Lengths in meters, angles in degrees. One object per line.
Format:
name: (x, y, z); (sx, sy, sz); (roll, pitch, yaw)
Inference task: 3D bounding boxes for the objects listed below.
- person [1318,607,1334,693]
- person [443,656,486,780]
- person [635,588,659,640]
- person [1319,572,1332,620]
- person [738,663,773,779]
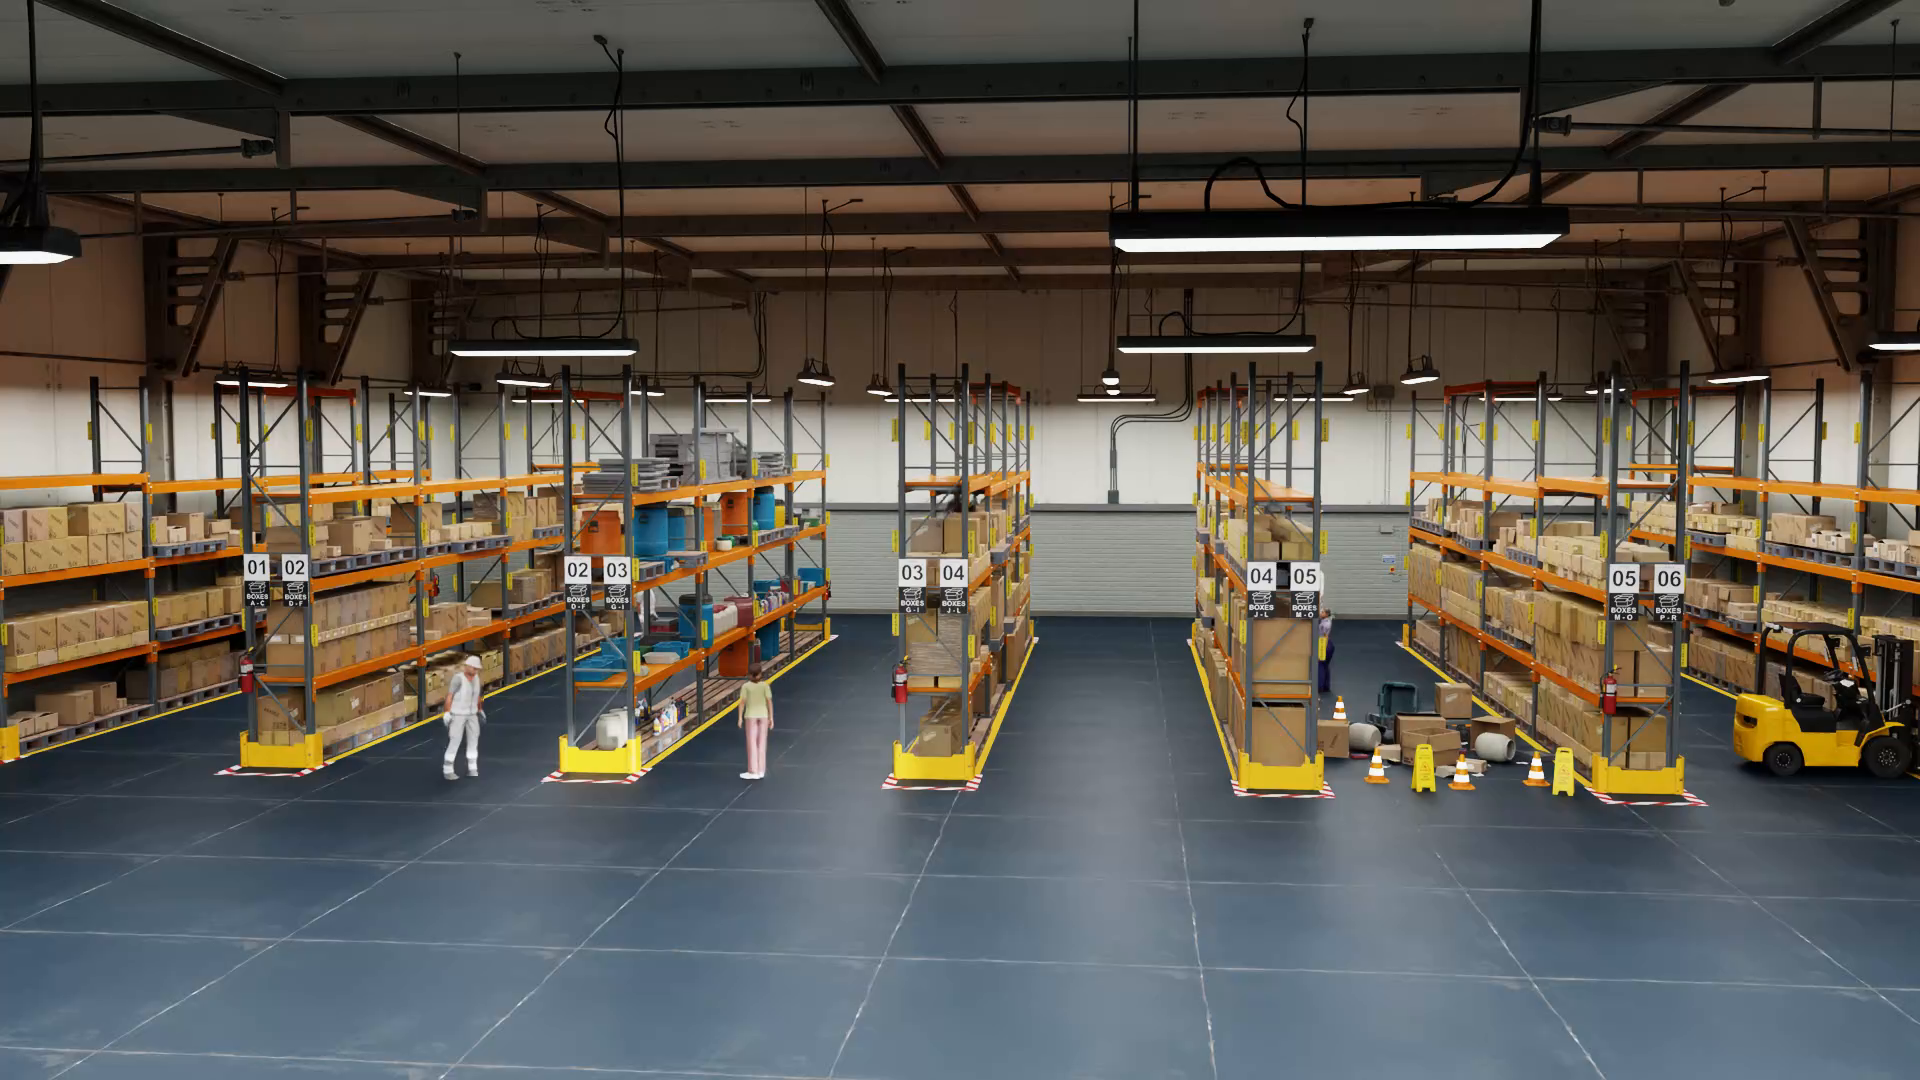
person: (7.033, 2.127, 32.224); (0.387, 1.656, 0.545); (2, 4, 30)
person: (-7.170, 2.569, 24.196); (0.462, 1.777, 0.690); (2, 4, 33)
person: (-7.045, 1.715, 37.487); (0.417, 1.819, 0.597); (1, 4, 19)
person: (9.025, 1.402, 42.321); (0.858, 1.740, 0.642); (-2, 4, -27)
person: (-2.959, 2.626, 24.102); (0.499, 1.695, 0.376); (-1, 4, -11)
